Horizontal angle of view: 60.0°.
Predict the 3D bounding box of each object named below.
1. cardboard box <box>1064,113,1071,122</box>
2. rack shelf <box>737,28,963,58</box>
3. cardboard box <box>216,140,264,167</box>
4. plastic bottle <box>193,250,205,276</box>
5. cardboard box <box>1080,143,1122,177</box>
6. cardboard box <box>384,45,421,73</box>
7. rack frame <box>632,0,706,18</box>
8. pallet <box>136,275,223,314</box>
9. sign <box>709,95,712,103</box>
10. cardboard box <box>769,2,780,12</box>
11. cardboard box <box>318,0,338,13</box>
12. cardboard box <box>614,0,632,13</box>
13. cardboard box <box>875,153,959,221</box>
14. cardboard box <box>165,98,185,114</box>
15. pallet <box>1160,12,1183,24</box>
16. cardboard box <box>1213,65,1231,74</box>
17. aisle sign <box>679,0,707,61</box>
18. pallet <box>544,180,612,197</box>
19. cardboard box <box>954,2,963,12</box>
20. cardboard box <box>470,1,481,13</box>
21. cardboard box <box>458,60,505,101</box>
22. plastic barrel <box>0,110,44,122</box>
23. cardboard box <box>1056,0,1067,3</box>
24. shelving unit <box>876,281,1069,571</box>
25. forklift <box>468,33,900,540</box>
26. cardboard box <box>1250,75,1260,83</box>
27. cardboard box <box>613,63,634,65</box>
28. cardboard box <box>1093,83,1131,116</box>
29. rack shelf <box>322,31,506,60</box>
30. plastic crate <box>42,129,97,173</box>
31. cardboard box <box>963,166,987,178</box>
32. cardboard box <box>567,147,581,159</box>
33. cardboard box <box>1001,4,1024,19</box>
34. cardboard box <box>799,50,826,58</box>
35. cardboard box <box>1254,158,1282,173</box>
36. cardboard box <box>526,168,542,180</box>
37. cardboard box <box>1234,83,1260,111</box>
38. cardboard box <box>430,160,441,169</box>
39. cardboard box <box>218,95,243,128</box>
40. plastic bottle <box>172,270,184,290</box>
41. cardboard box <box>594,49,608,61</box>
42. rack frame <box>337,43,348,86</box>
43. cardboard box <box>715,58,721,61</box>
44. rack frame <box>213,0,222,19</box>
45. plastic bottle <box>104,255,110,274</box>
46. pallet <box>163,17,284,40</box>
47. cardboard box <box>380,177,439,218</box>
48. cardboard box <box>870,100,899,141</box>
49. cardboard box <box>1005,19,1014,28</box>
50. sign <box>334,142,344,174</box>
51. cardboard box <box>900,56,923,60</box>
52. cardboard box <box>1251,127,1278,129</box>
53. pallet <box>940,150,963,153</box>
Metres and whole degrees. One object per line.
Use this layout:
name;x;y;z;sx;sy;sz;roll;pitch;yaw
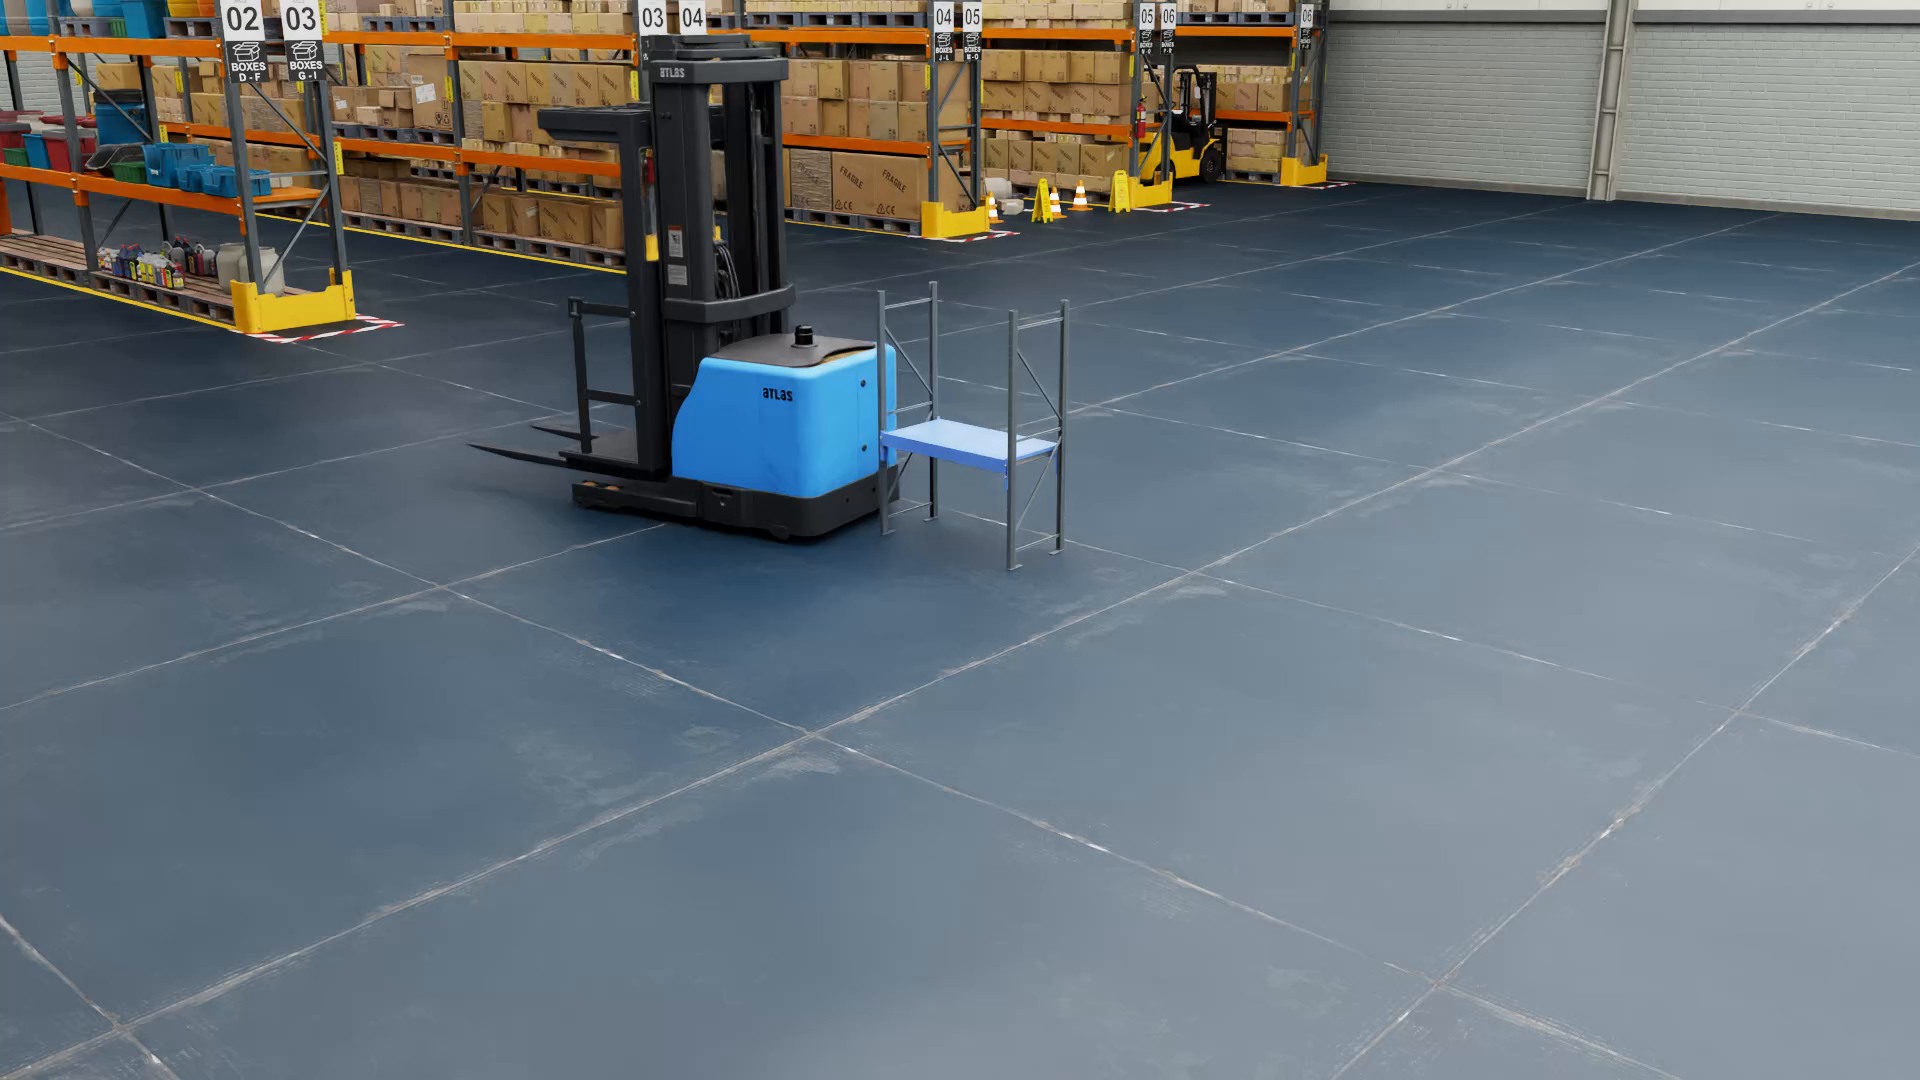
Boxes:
cardboard box;1.961;-7.127;28.025;0.250;0.149;0.380;15;23;40
rack shelf;-1.572;-7.358;24.568;4.000;0.370;1.077;15;23;39
cardboard box;-11.258;-6.061;27.070;0.875;0.875;1.225;14;22;37
plastic bottle;-8.616;-3.140;18.810;0.133;0.283;0.061;15;23;39
cardboard box;2.362;-6.359;27.801;0.500;0.500;0.500;15;23;40
cardboard box;-10.744;-9.287;32.106;0.500;0.500;0.500;14;22;38
rack frame;-3.444;-7.627;19.268;0.127;3.000;1.000;15;23;39
pallet;-8.332;-2.732;18.371;1.213;0.211;1.003;15;23;39
sign;-3.084;-5.303;20.432;0.005;0.325;0.100;15;23;39
cardboard box;-2.640;-7.979;24.890;0.250;0.149;0.380;15;23;39
cardboard box;-8.870;-7.834;23.888;0.500;0.500;0.500;15;23;40
cardboard box;-3.859;-6.301;19.638;0.250;0.149;0.380;15;23;39
cardboard box;-0.627;-5.178;24.288;0.875;0.875;0.875;15;23;40
cardboard box;-12.924;-7.277;27.838;0.500;0.250;0.500;14;23;38
pallet;4.089;-10.159;32.351;1.213;0.211;1.003;15;23;39
cardboard box;4.997;-8.890;31.436;0.250;0.149;0.380;16;23;40
aisle sign;-3.198;-6.062;19.957;0.004;0.787;0.394;15;23;39
pallet;-6.643;-6.304;29.626;1.213;0.211;1.003;15;23;39
cardboard box;-0.120;-7.569;23.599;0.250;0.149;0.380;15;23;40
cardboard box;-6.153;-6.946;21.670;0.250;0.149;0.380;14;22;37
cardboard box;-6.268;-6.089;22.029;0.500;0.500;0.500;15;23;39
plastic barrel;-12.167;-5.294;21.608;0.708;0.536;0.600;15;23;39
cardboard box;1.803;-8.980;27.588;0.250;0.149;0.380;14;22;38
shelving unit;0.064;-0.698;9.831;1.048;1.500;0.538;15;23;39
forklift;-1.921;-1.704;10.635;3.031;2.935;1.130;10;20;29
cardboard box;5.616;-8.607;31.036;0.250;0.149;0.380;16;23;40
cardboard box;-4.044;-5.708;20.828;0.500;0.500;0.500;15;23;39
cardboard box;2.545;-7.246;27.328;0.500;0.500;0.500;15;23;38
rack shelf;-7.931;-7.059;23.627;4.000;0.370;1.077;15;23;39
plastic crate;-10.288;-4.509;19.254;0.583;0.464;0.402;15;23;39
cardboard box;0.404;-6.523;29.558;0.500;0.250;0.500;14;22;37
cardboard box;-4.740;-4.906;21.026;0.250;0.149;0.380;15;23;39
cardboard box;1.048;-8.958;28.176;0.500;0.250;0.500;15;23;40
cardboard box;-3.486;-11.330;39.370;0.500;0.500;0.500;14;23;38
cardboard box;5.865;-7.046;31.206;0.500;0.250;0.500;15;23;40
cardboard box;-7.517;-6.765;29.908;0.500;0.500;0.500;14;22;37
cardboard box;5.502;-8.327;31.226;0.500;0.500;0.500;16;24;41
cardboard box;-9.950;-7.232;31.958;0.250;0.149;0.380;14;22;37
cardboard box;-11.490;-6.875;26.649;0.500;0.500;0.500;14;23;38
plastic bottle;-8.396;-2.793;17.851;0.097;0.201;0.097;0;18;0
cardboard box;-7.508;-10.282;35.733;0.500;0.500;0.500;15;23;39
rack frame;-12.043;-9.082;33.771;0.127;3.000;1.000;15;23;39
cardboard box;-4.540;-9.491;33.239;0.500;0.500;0.500;15;23;38
rack frame;-6.731;-6.507;15.737;0.127;3.000;1.000;15;23;39
plastic bottle;-9.700;-3.143;18.954;0.097;0.201;0.097;0;18;0
pallet;-7.285;-5.175;16.813;1.213;0.211;1.003;15;23;39
cardboard box;-8.061;-5.041;24.444;0.700;0.500;0.500;-16;24;-41
cardboard box;-0.809;-6.111;24.160;0.550;0.550;0.875;15;23;39
cardboard box;0.983;-8.799;28.336;0.250;0.149;0.380;14;22;38
sign;-6.363;-3.903;16.992;0.005;0.325;0.100;15;23;39
cardboard box;-0.877;-8.689;30.107;0.250;0.149;0.380;14;22;38
cardboard box;5.816;-7.739;31.735;0.500;0.250;0.500;15;23;39
pallet;-0.091;-8.569;36.764;1.213;0.211;1.003;15;23;39
